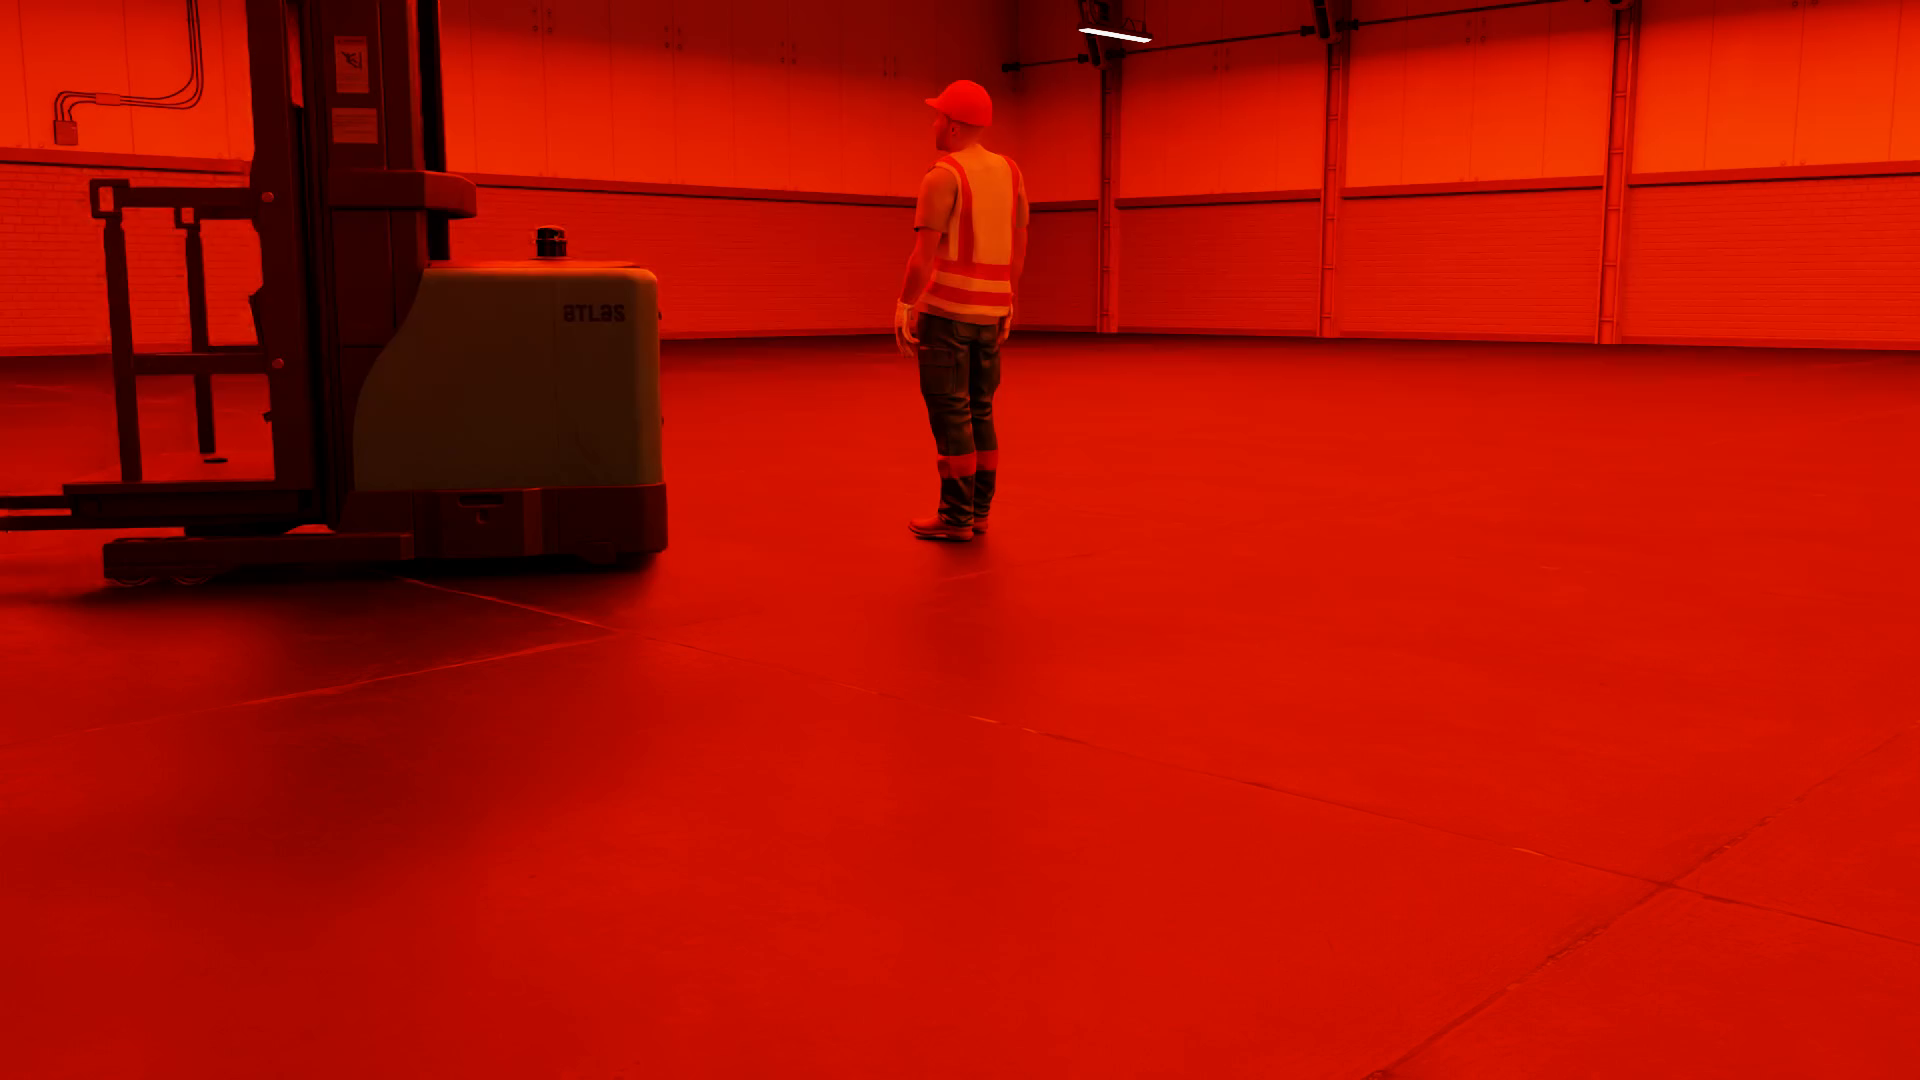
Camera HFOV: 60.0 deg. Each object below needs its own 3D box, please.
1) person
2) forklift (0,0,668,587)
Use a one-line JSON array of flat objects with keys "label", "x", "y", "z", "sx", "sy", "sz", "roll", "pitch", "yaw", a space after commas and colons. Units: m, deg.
[{"label": "person", "x": -0.051, "y": -0.901, "z": 6.647, "sx": 0.561, "sy": 1.790, "sz": 0.638, "roll": 8, "pitch": 12, "yaw": 43}, {"label": "forklift", "x": -2.631, "y": -1.373, "z": 5.993, "sx": 3.031, "sy": 2.935, "sz": 1.130, "roll": -2, "pitch": 9, "yaw": -10}]
